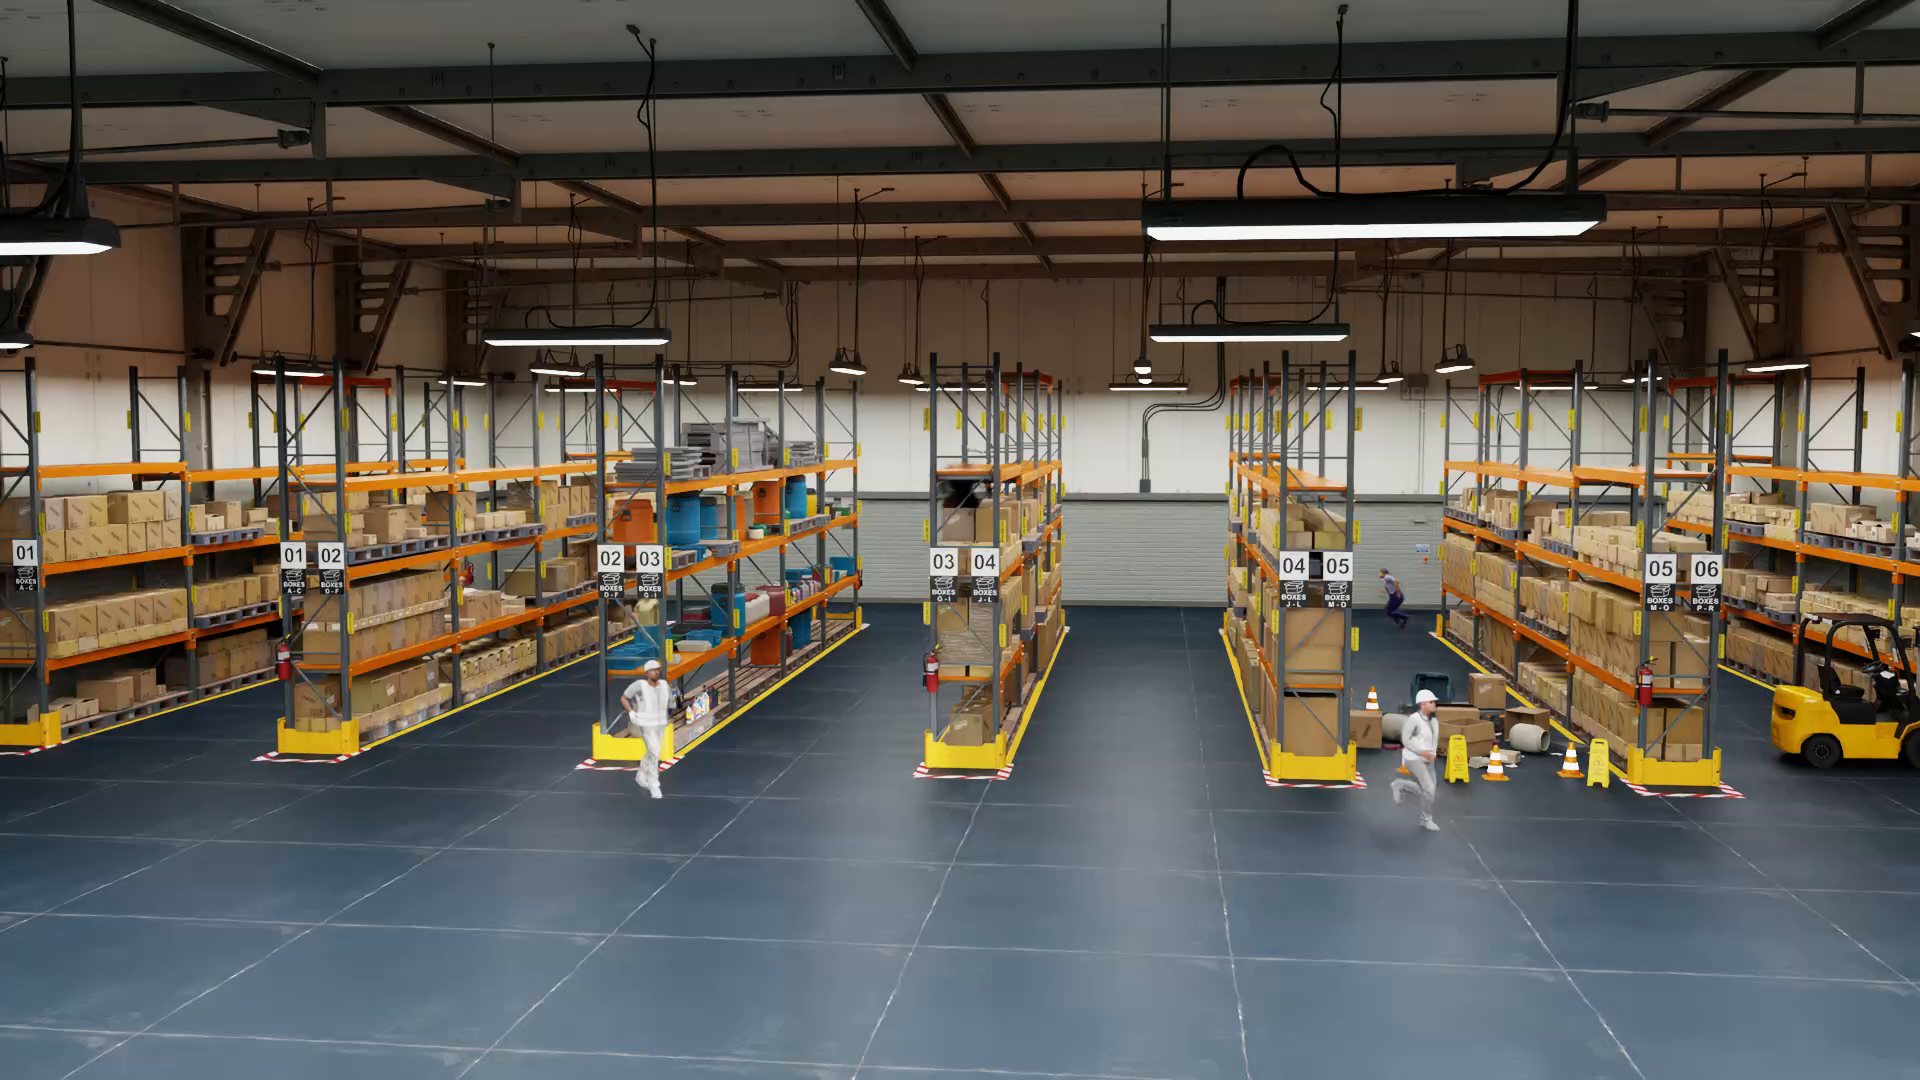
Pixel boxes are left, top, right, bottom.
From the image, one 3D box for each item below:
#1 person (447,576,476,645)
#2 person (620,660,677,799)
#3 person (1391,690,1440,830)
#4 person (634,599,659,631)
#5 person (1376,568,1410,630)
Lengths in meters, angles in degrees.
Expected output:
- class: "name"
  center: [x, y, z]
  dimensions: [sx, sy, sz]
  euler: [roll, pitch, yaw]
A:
- class: "person"
  center: [-10.421, 1.664, 34.774]
  dimensions: [0.685, 1.804, 0.754]
  euler: [1, 4, 8]
- class: "person"
  center: [-4.144, 2.532, 22.397]
  dimensions: [0.793, 1.848, 0.658]
  euler: [4, 5, 42]
- class: "person"
  center: [5.649, 2.703, 20.631]
  dimensions: [0.684, 1.742, 0.710]
  euler: [-4, 5, -42]
- class: "person"
  center: [-6.361, 1.796, 33.862]
  dimensions: [0.593, 1.640, 0.875]
  euler: [0, 4, 3]
- class: "person"
  center: [10.447, 1.436, 40.182]
  dimensions: [0.776, 1.507, 0.626]
  euler: [1, 4, 13]
